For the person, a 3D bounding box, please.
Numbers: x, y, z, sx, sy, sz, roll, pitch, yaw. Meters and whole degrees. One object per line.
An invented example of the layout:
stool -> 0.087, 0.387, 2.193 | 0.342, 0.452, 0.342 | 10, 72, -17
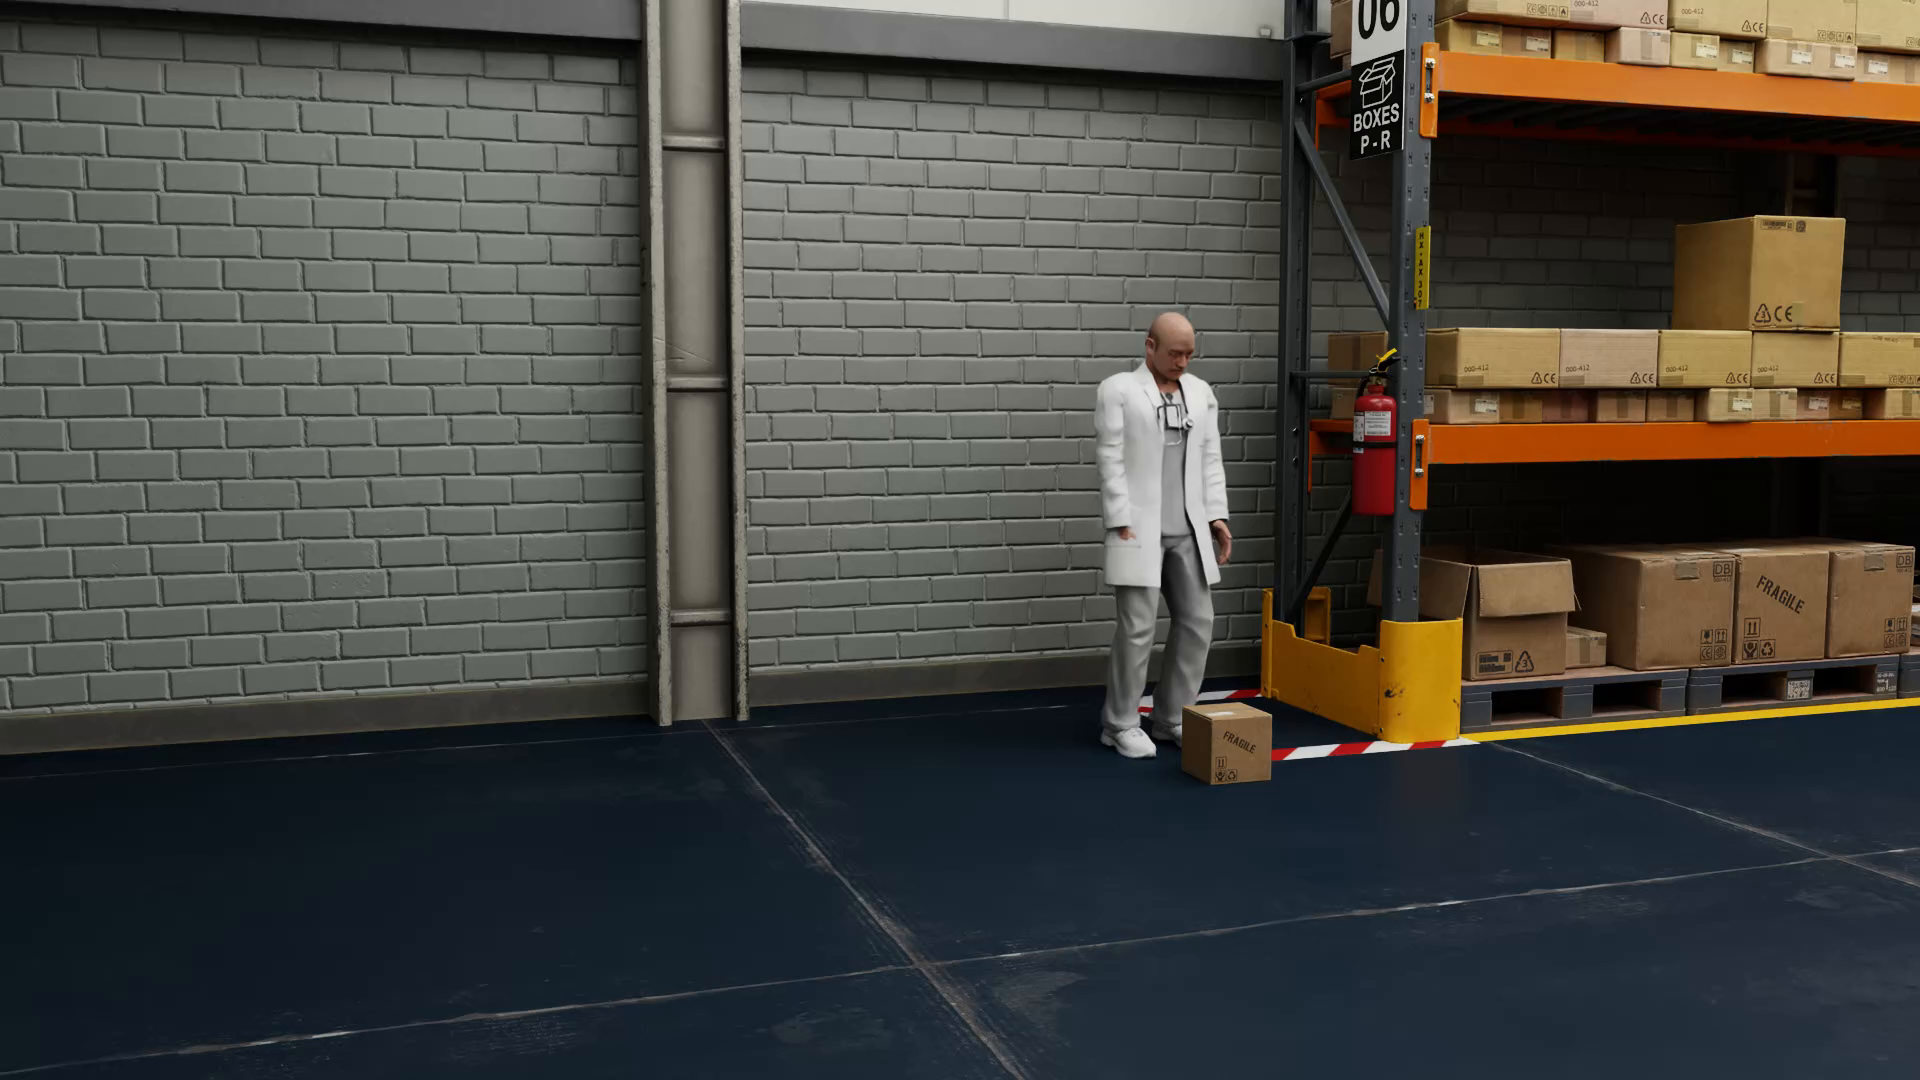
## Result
person -> 0.821, -0.027, 6.672 | 0.572, 1.763, 0.383 | -2, 6, -23
